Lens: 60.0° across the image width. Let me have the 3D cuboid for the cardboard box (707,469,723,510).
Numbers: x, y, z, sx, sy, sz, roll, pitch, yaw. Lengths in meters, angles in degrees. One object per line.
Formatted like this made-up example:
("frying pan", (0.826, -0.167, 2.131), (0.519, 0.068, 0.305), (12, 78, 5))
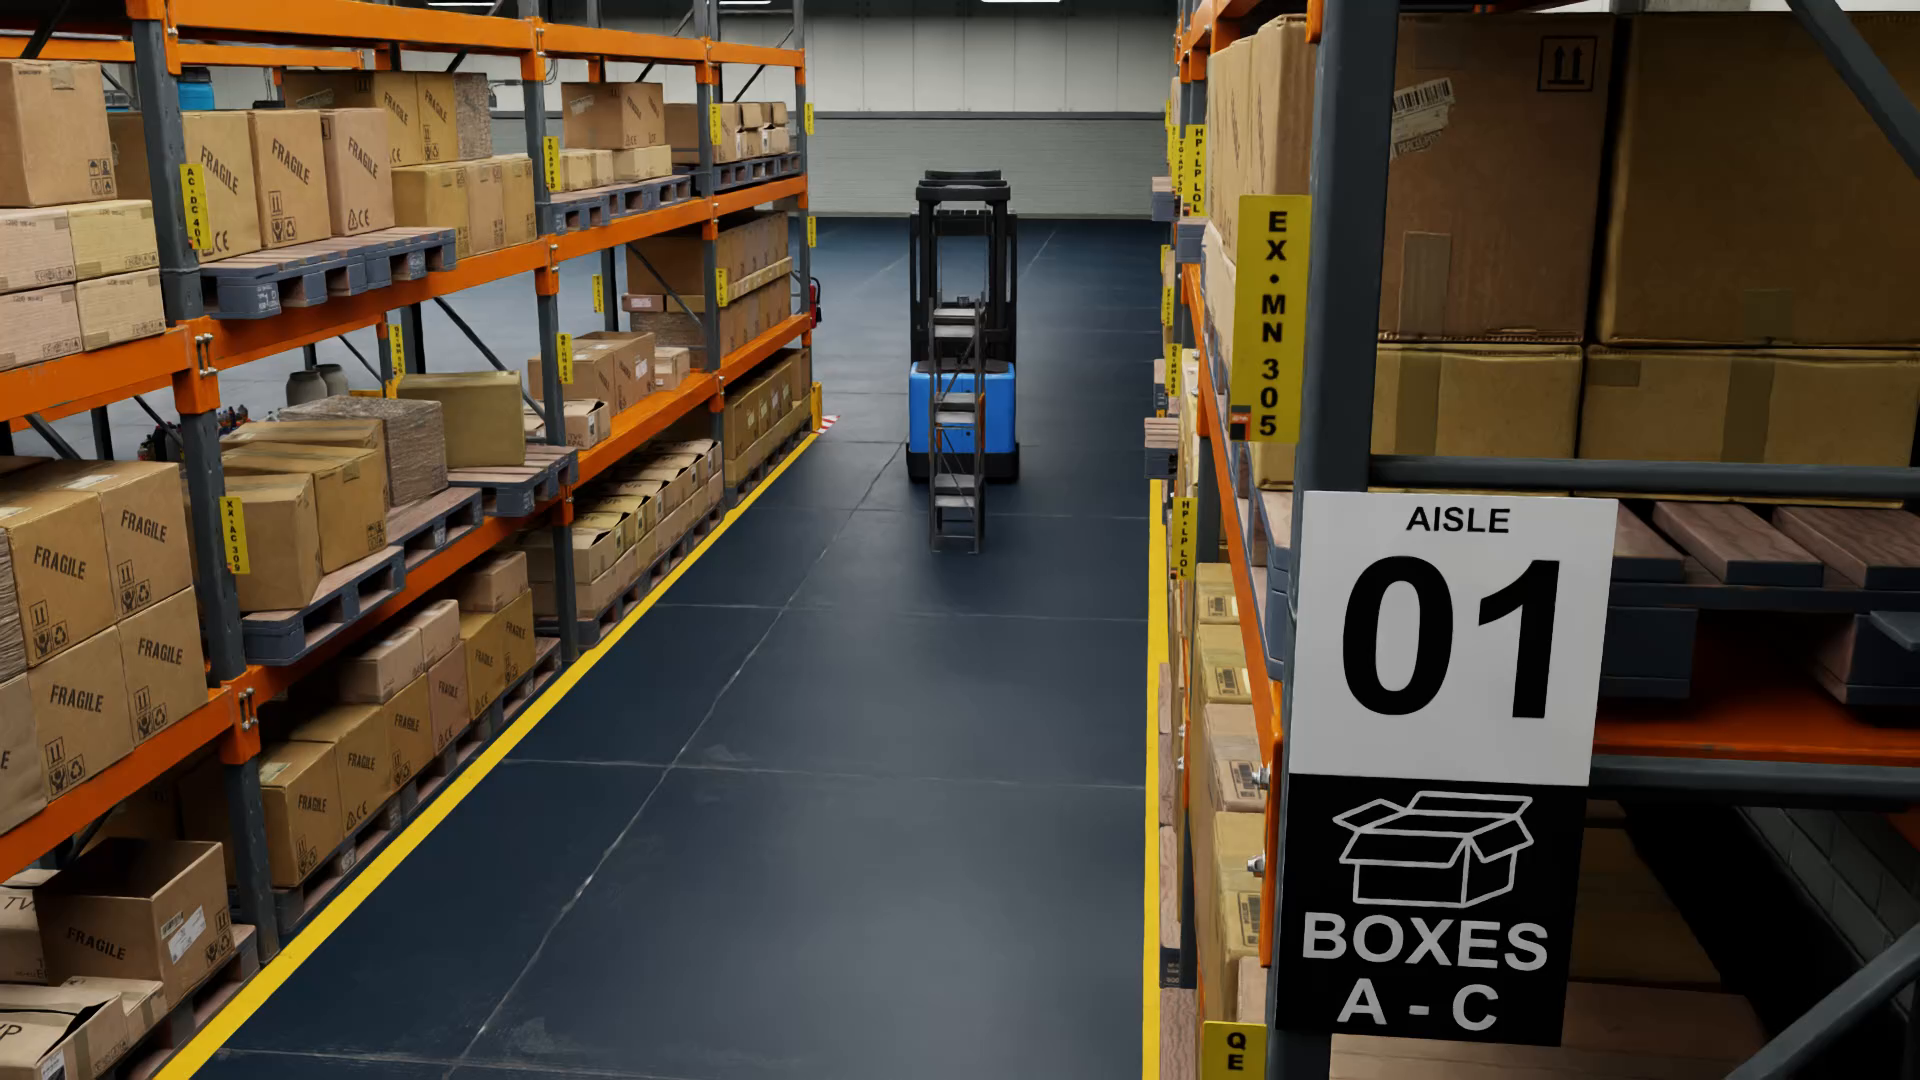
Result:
("cardboard box", (-2.378, -0.449, 14.540), (0.500, 0.250, 0.500), (2, 15, 6))

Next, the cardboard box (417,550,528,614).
("cardboard box", (-2.945, 0.244, 10.022), (0.500, 0.250, 0.500), (2, 15, 8))

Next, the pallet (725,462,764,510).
("pallet", (-2.487, -0.549, 15.787), (1.003, 0.211, 1.213), (2, 15, 6))

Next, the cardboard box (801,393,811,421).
("cardboard box", (-1.934, -1.455, 18.259), (0.500, 0.250, 0.500), (2, 15, 6))

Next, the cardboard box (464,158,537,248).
("cardboard box", (-3.086, -2.035, 10.002), (0.910, 0.500, 0.500), (2, 15, 6))

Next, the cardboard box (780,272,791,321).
("cardboard box", (-2.233, -2.655, 18.042), (0.700, 0.500, 0.500), (2, 15, 6))

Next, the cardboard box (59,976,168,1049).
("cardboard box", (-3.287, 1.804, 6.363), (0.380, 0.149, 0.250), (2, 15, 6))

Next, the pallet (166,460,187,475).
("pallet", (-7.423, -0.664, 16.212), (1.003, 0.211, 1.213), (2, 15, 6))

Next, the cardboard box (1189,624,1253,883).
("cardboard box", (1.236, 0.715, 5.198), (0.980, 0.700, 0.700), (1, 15, 5))

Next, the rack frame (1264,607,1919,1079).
("rack frame", (0.950, 1.567, 2.619), (1.000, 3.000, 0.127), (2, 15, 6))

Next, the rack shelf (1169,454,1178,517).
("rack shelf", (2.078, -0.679, 12.304), (1.077, 0.370, 4.000), (2, 15, 6))

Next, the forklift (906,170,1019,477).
("forklift", (0.037, -2.352, 17.246), (1.130, 2.935, 3.031), (0, 15, 1))

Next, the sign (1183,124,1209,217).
("sign", (0.861, -1.333, 6.005), (0.100, 0.325, 0.005), (2, 15, 6))

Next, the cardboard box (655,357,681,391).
("cardboard box", (-2.536, -1.392, 13.819), (0.396, 0.266, 0.258), (1, 15, 5))

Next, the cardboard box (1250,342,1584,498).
("cardboard box", (0.769, -0.257, 2.910), (0.500, 0.250, 0.500), (2, 15, 8))

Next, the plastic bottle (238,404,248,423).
("plastic bottle", (-7.603, -1.308, 17.638), (0.097, 0.271, 0.097), (0, 15, 0))

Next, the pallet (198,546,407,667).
("pallet", (-3.323, 0.274, 7.771), (1.003, 0.211, 1.213), (2, 15, 6))

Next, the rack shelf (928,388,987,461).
("rack shelf", (-0.019, -0.958, 13.733), (0.431, 0.518, 0.480), (2, 15, 6))

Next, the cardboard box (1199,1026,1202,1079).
("cardboard box", (0.936, 1.631, 5.127), (0.380, 0.149, 0.250), (1, 15, 5))

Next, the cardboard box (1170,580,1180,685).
("cardboard box", (1.639, 0.514, 9.827), (0.750, 0.750, 0.750), (1, 15, 6))

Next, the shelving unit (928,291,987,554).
("shelving unit", (-0.019, -0.971, 13.729), (0.431, 2.100, 0.503), (2, 15, 6))

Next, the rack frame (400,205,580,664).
("rack frame", (-3.070, -0.652, 10.828), (1.000, 3.000, 0.127), (2, 15, 6))

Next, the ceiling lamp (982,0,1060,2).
("ceiling lamp", (1.556, -15.014, 41.264), (2.000, 3.185, 0.800), (2, 15, 6))

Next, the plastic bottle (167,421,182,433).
("plastic bottle", (-7.732, -0.996, 16.330), (0.144, 0.351, 0.185), (1, 15, 3))

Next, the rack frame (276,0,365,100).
("rack frame", (-7.089, -5.770, 18.262), (1.000, 3.000, 0.127), (2, 15, 6))

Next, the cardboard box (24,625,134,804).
("cardboard box", (-3.380, 0.608, 5.976), (0.500, 0.500, 0.500), (2, 15, 8))

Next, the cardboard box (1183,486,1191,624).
("cardboard box", (1.250, 0.069, 7.362), (0.500, 0.500, 0.500), (2, 15, 7))

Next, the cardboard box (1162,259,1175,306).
("cardboard box", (2.272, -2.505, 16.492), (0.500, 0.500, 0.500), (1, 15, 4))

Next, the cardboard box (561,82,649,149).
("cardboard box", (-2.769, -3.323, 13.004), (0.500, 0.500, 0.500), (3, 15, 12))

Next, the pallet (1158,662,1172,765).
("pallet", (1.688, 1.041, 9.908), (1.003, 0.211, 1.213), (2, 15, 6))

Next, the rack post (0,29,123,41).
("rack post", (-7.677, -4.316, 12.501), (1.013, 1.000, 3.121), (2, 15, 6))

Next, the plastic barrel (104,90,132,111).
("plastic barrel", (-7.382, -3.388, 14.240), (0.600, 0.901, 0.708), (2, 15, 6))

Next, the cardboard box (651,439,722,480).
("cardboard box", (-2.380, -0.722, 14.476), (0.500, 0.311, 0.500), (2, 15, 6))

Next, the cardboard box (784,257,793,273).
("cardboard box", (-2.021, -2.984, 18.017), (0.380, 0.149, 0.250), (1, 15, 5))

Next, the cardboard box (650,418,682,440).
("cardboard box", (-2.716, -1.183, 15.818), (0.500, 0.500, 0.500), (2, 15, 6))

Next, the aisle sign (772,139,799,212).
("aisle sign", (-1.868, -3.991, 18.193), (0.394, 0.787, 0.004), (2, 15, 6))

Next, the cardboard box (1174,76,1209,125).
("cardboard box", (2.091, -3.671, 14.101), (0.500, 0.500, 0.500), (0, 15, 1))

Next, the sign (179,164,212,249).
("sign", (-2.981, -1.299, 6.481), (0.100, 0.325, 0.005), (2, 15, 6))

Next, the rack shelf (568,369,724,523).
("rack shelf", (-2.845, -0.824, 12.840), (1.077, 0.370, 4.000), (2, 15, 6))

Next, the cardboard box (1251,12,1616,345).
("cardboard box", (0.761, -0.619, 2.813), (0.500, 0.500, 0.500), (2, 15, 6))

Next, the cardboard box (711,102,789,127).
("cardboard box", (-2.236, -4.347, 17.473), (0.797, 0.503, 0.637), (3, 15, 10))

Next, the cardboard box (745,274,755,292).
("cardboard box", (-2.225, -2.517, 16.290), (0.380, 0.149, 0.250), (2, 15, 6))

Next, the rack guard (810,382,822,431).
("rack guard", (-2.165, -1.527, 18.851), (1.175, 0.500, 0.348), (2, 15, 6))

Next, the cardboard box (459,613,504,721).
("cardboard box", (-3.001, 0.726, 9.678), (0.500, 0.500, 0.500), (1, 15, 4))

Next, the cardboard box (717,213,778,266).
("cardboard box", (-2.293, -3.131, 17.317), (0.700, 0.500, 0.500), (1, 15, 5))

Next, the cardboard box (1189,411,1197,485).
("cardboard box", (1.324, -0.427, 7.758), (0.500, 0.250, 0.500), (2, 15, 7))

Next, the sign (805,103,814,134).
("sign", (-1.630, -4.545, 17.932), (0.100, 0.325, 0.005), (2, 15, 6))

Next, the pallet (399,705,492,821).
("pallet", (-3.332, 1.202, 9.313), (1.003, 0.211, 1.213), (2, 15, 6))

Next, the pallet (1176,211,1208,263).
("pallet", (1.832, -1.696, 9.302), (1.213, 0.211, 1.003), (2, 15, 9))

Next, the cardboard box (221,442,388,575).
("cardboard box", (-3.231, -0.162, 8.020), (0.700, 0.500, 0.500), (4, 16, 15))

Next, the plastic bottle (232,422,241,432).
("plastic bottle", (-7.037, -0.967, 16.225), (0.144, 0.351, 0.185), (2, 15, 8))

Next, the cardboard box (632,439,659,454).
("cardboard box", (-2.913, -0.736, 14.527), (0.500, 0.311, 0.500), (2, 15, 6))

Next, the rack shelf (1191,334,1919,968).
("rack shelf", (1.175, -0.052, 4.240), (1.077, 0.370, 4.000), (2, 15, 6))
